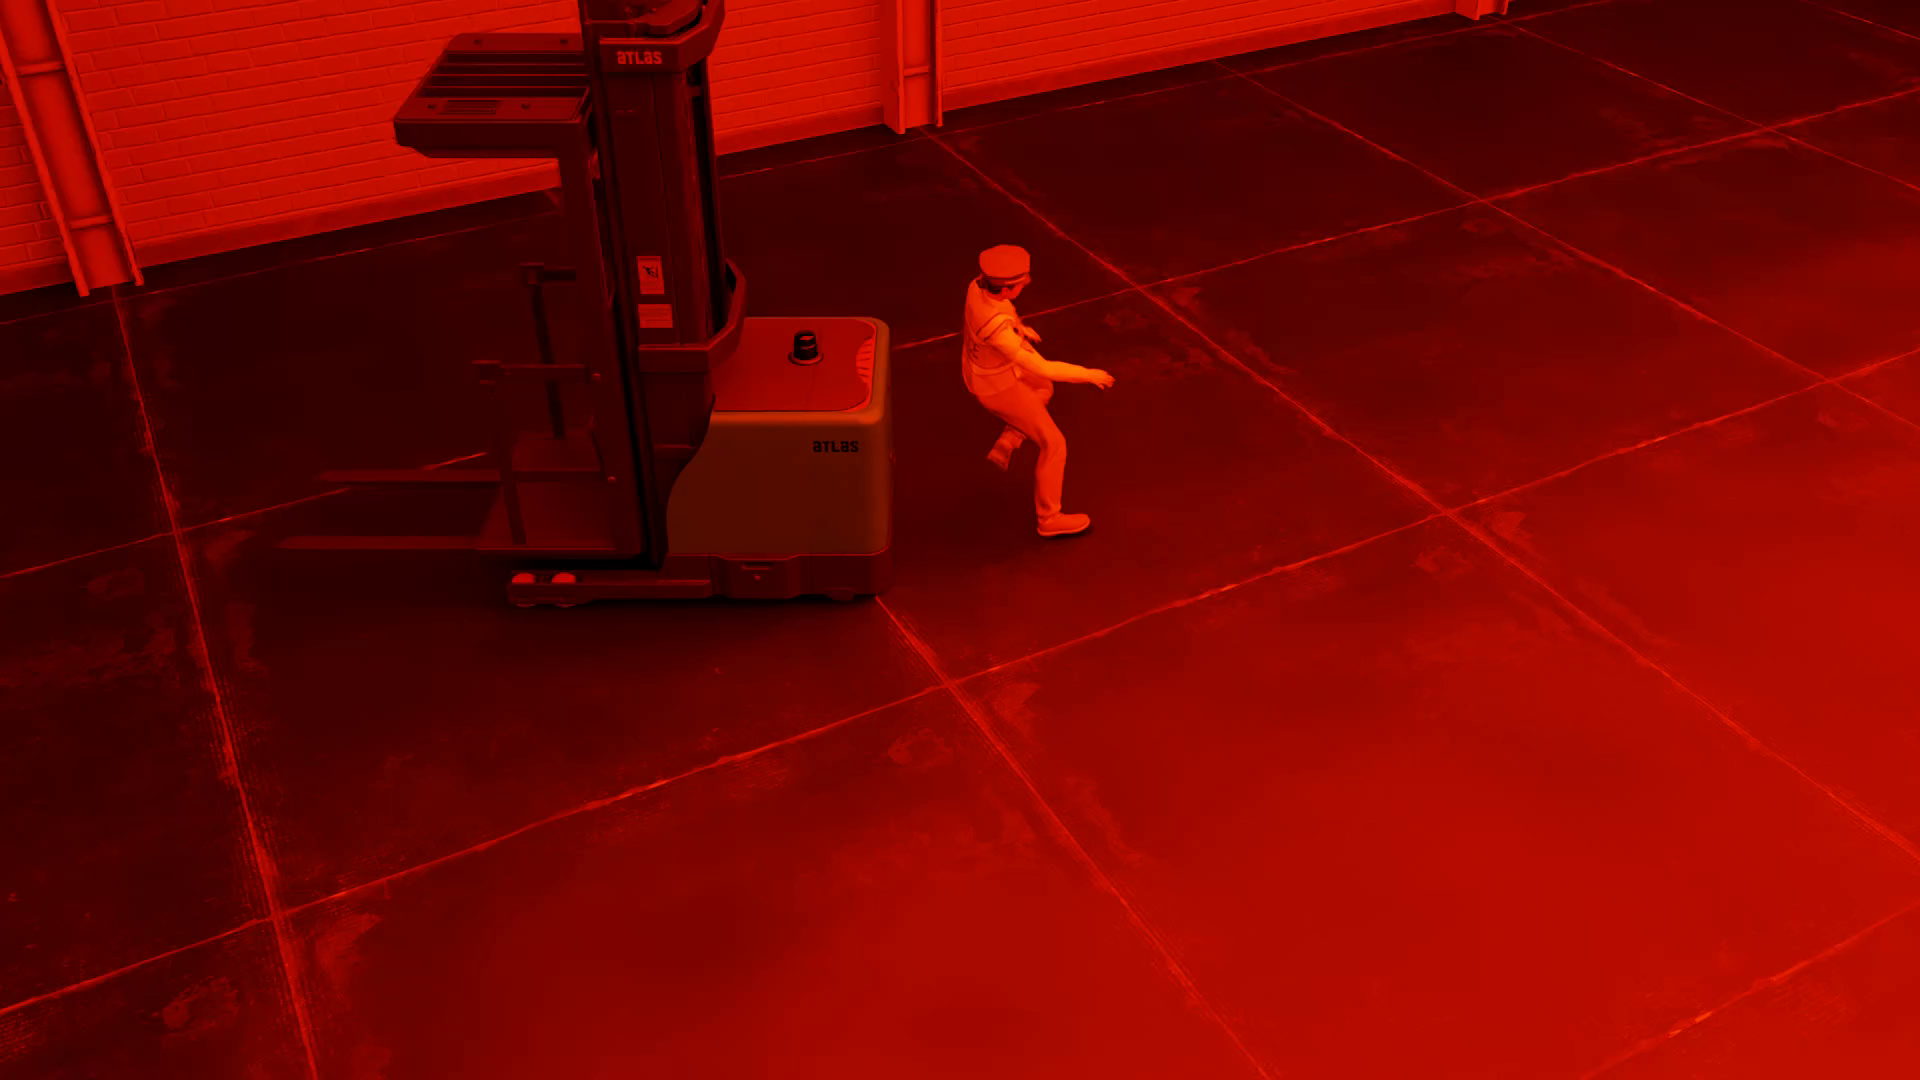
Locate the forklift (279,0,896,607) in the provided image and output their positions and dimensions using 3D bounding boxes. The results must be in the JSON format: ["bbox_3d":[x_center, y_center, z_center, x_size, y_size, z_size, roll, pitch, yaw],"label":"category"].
[{"bbox_3d":[-1.856,-1.173,7.783,3.031,2.935,1.130,0,35,0],"label":"forklift"}]

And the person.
[{"bbox_3d":[0.389,-0.831,8.541,0.696,1.486,0.770,-8,36,-11],"label":"person"}]
